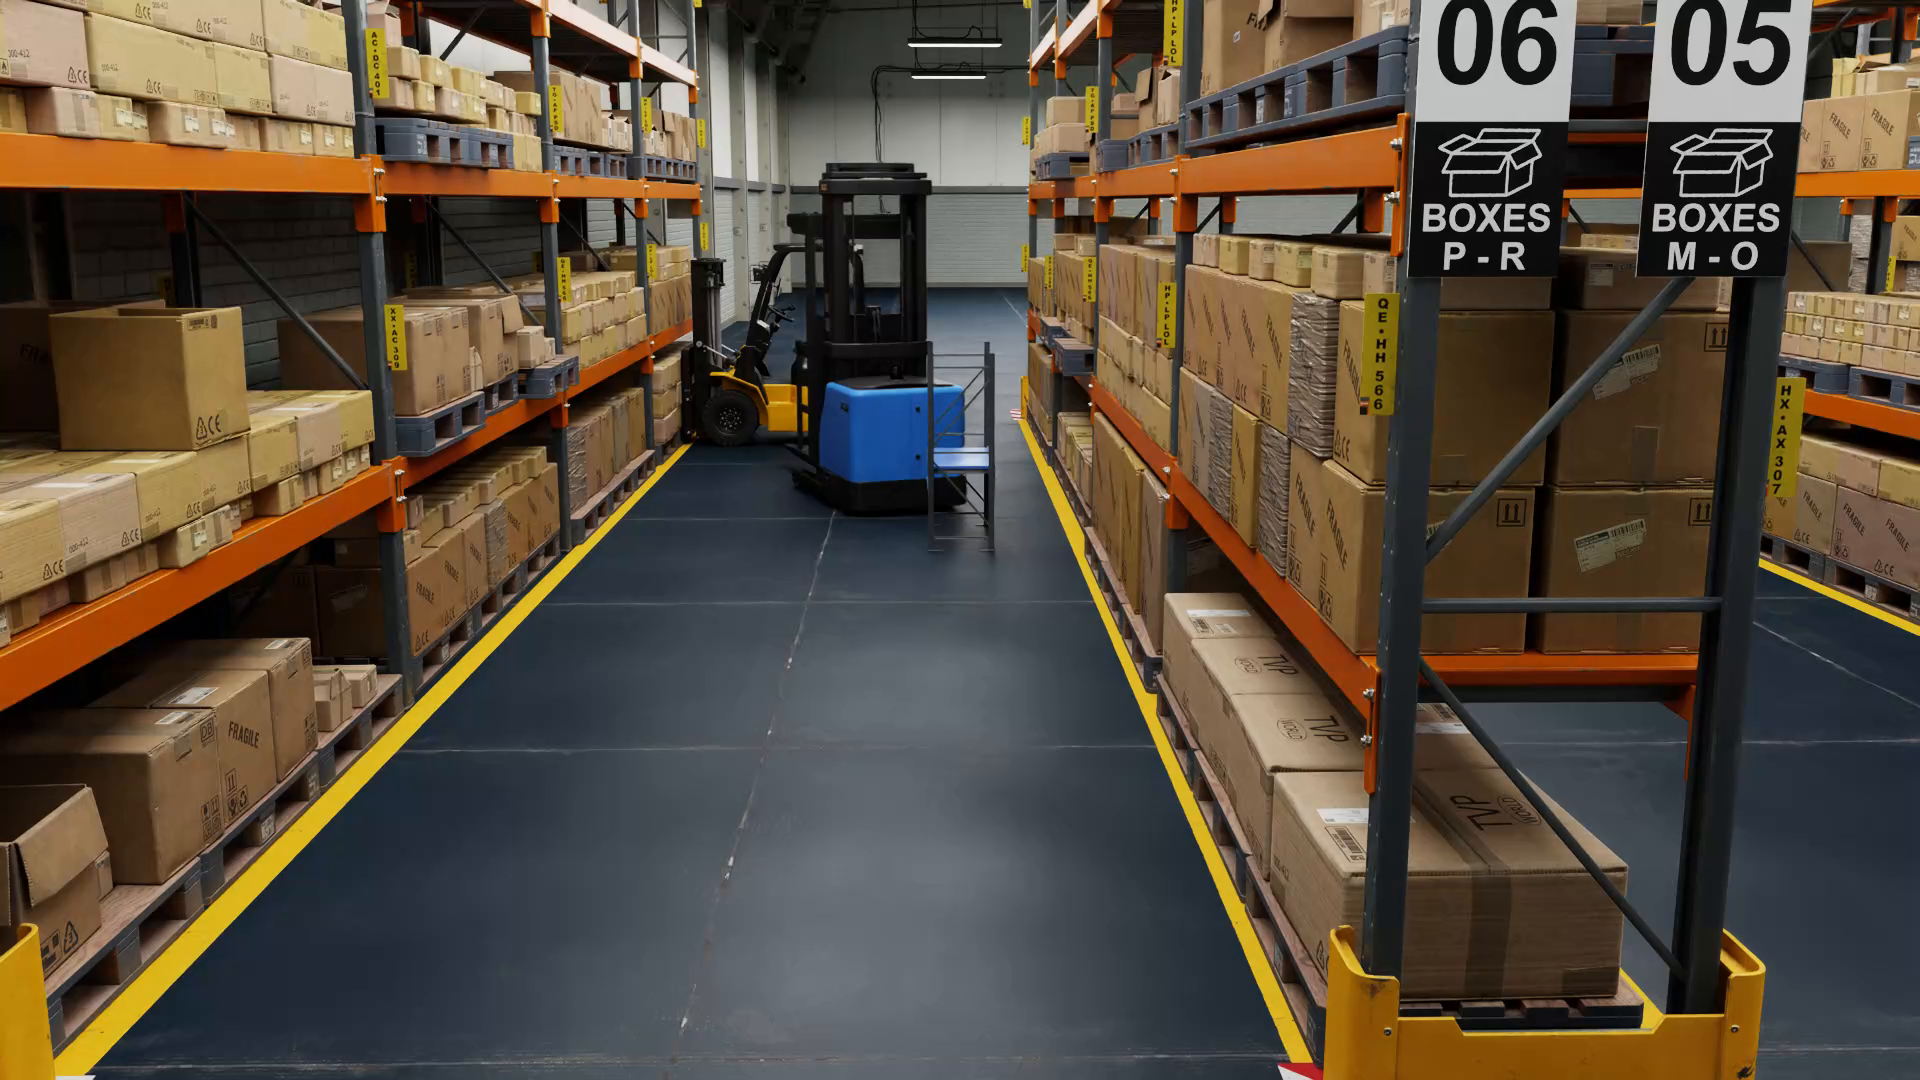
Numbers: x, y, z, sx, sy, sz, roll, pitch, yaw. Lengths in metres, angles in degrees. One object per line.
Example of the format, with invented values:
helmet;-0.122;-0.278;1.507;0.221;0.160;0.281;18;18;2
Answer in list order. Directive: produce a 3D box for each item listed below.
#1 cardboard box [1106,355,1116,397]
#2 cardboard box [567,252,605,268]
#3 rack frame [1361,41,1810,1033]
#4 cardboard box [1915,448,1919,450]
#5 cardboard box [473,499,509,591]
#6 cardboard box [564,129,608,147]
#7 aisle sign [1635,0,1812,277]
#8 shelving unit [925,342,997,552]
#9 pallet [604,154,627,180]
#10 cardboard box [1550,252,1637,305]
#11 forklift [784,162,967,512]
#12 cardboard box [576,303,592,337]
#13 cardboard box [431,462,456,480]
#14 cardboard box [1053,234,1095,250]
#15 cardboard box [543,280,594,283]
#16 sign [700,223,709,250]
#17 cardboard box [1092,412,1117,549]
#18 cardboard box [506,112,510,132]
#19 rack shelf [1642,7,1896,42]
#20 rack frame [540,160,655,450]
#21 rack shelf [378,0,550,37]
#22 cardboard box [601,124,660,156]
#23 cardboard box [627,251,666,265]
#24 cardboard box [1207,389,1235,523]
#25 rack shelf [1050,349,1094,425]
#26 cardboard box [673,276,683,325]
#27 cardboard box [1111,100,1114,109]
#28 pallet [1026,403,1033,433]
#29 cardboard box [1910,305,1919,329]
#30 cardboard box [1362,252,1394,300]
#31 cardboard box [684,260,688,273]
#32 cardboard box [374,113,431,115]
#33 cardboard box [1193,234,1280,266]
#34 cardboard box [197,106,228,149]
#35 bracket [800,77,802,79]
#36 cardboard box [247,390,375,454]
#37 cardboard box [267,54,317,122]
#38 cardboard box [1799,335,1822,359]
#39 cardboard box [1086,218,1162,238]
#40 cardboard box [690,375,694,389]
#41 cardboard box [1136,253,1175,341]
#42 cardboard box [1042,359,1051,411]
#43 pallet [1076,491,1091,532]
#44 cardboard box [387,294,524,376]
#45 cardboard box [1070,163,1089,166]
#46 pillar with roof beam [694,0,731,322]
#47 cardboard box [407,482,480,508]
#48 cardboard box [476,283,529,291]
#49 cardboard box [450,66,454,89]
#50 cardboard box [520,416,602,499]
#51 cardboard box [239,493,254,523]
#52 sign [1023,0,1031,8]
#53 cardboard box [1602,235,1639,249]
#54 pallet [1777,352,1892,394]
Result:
cardboard box;1.291;-1.129;11.456;0.500;0.250;0.500;-1;11;-3
cardboard box;-3.832;-2.854;16.952;0.380;0.149;0.250;0;11;-2
rack frame;1.670;0.188;4.590;1.000;3.000;0.127;0;11;-1
cardboard box;6.744;-0.455;11.103;0.500;0.250;0.500;0;11;0
cardboard box;-3.192;0.028;10.610;0.500;0.500;0.500;-1;11;-3
cardboard box;-3.199;-3.408;14.092;0.380;0.149;0.250;0;11;-2
aisle sign;1.961;-1.073;4.267;0.394;0.787;0.004;0;11;-1
shelving unit;-0.002;-0.752;12.994;0.538;1.500;1.048;0;11;-1
pallet;-3.510;-3.378;15.101;0.805;0.209;1.217;-1;11;-3
cardboard box;1.863;-0.793;5.025;0.380;0.149;0.250;0;11;0
forklift;-0.926;-1.921;15.155;1.130;2.935;3.031;-4;12;-20
cardboard box;-3.232;-1.742;13.220;0.500;0.250;0.500;0;11;1
cardboard box;-3.695;-0.473;11.447;0.380;0.149;0.250;0;11;0
cardboard box;1.078;-2.821;15.734;0.380;0.149;0.250;0;11;-1
cardboard box;-3.309;-2.121;14.086;0.380;0.149;0.250;0;11;-1
sign;-3.081;-3.655;20.022;0.100;0.325;0.005;0;11;-1
cardboard box;1.436;-0.430;11.920;0.875;0.875;0.875;0;11;-2
cardboard box;-3.244;-2.800;11.147;0.380;0.149;0.250;0;11;0
rack shelf;6.410;-4.232;14.103;1.077;0.370;4.000;0;11;-1
rack frame;-3.541;-2.177;16.244;1.000;3.000;0.127;0;11;-1
rack shelf;-3.417;-3.376;9.880;1.077;0.370;4.000;0;11;-1
cardboard box;-3.314;-4.024;16.723;0.500;0.311;0.500;0;11;0
cardboard box;-3.296;-2.959;17.471;0.380;0.149;0.250;0;11;-2
cardboard box;1.345;-0.363;7.054;0.500;0.500;0.500;0;11;-1
rack shelf;1.463;-1.448;14.460;1.077;0.370;4.000;0;11;-1
cardboard box;-3.317;-2.619;18.174;0.500;0.500;0.500;0;11;-1
cardboard box;1.561;-3.931;15.408;0.500;0.250;0.500;0;11;0
pallet;1.322;-1.450;19.674;1.003;0.211;1.213;0;11;-1
cardboard box;6.297;-1.414;10.563;0.380;0.149;0.250;0;11;-2
cardboard box;1.433;-0.790;5.012;0.380;0.149;0.250;0;11;0
cardboard box;-3.357;-3.168;19.250;0.380;0.149;0.250;0;11;0
cardboard box;-3.058;-2.351;8.882;0.380;0.149;0.250;0;11;-1
cardboard box;1.334;-1.401;8.021;0.380;0.149;0.250;0;11;-2
cardboard box;-3.011;-1.557;6.278;0.380;0.149;0.250;0;11;0
bracket;-4.820;-13.935;50.060;0.076;0.066;3.189;0;11;-1
cardboard box;-3.121;-0.558;7.897;0.500;0.250;0.500;0;11;0
cardboard box;-3.094;-1.931;7.116;0.500;0.250;0.500;-1;11;-3
cardboard box;6.264;-1.383;11.906;0.380;0.149;0.250;0;11;2
cardboard box;1.629;-2.971;16.645;0.700;0.500;0.500;0;11;-2
cardboard box;-3.270;-1.777;18.878;0.500;0.250;0.500;0;11;-2
cardboard box;1.318;-1.438;9.837;0.500;0.500;0.500;0;11;1
cardboard box;1.129;-1.641;17.578;0.500;0.500;0.500;0;11;0
pallet;1.490;-0.191;13.472;1.003;0.211;1.213;0;11;-1
cardboard box;-3.240;-1.314;10.677;0.797;0.503;0.637;-1;11;-2
cardboard box;1.143;-3.827;16.464;0.500;0.250;0.500;0;11;-2
pillar with roof beam;-0.454;-8.173;30.711;9.100;9.000;0.548;0;11;-1
cardboard box;-3.241;-0.270;10.447;0.380;0.149;0.250;0;11;-1
cardboard box;-3.731;-2.016;13.571;0.380;0.149;0.250;0;11;-1
cardboard box;-3.078;-2.600;9.363;0.380;0.149;0.250;0;11;0
cardboard box;-3.479;-0.677;13.771;0.875;0.625;0.625;0;11;1
cardboard box;-3.155;-0.143;6.852;0.380;0.149;0.250;0;11;0
sign;0.797;-6.427;19.559;0.100;0.325;0.005;0;11;-1
cardboard box;6.397;-2.576;15.448;0.700;0.500;0.500;0;11;-2
pallet;6.573;-1.208;11.951;1.213;0.211;1.003;0;11;-1
